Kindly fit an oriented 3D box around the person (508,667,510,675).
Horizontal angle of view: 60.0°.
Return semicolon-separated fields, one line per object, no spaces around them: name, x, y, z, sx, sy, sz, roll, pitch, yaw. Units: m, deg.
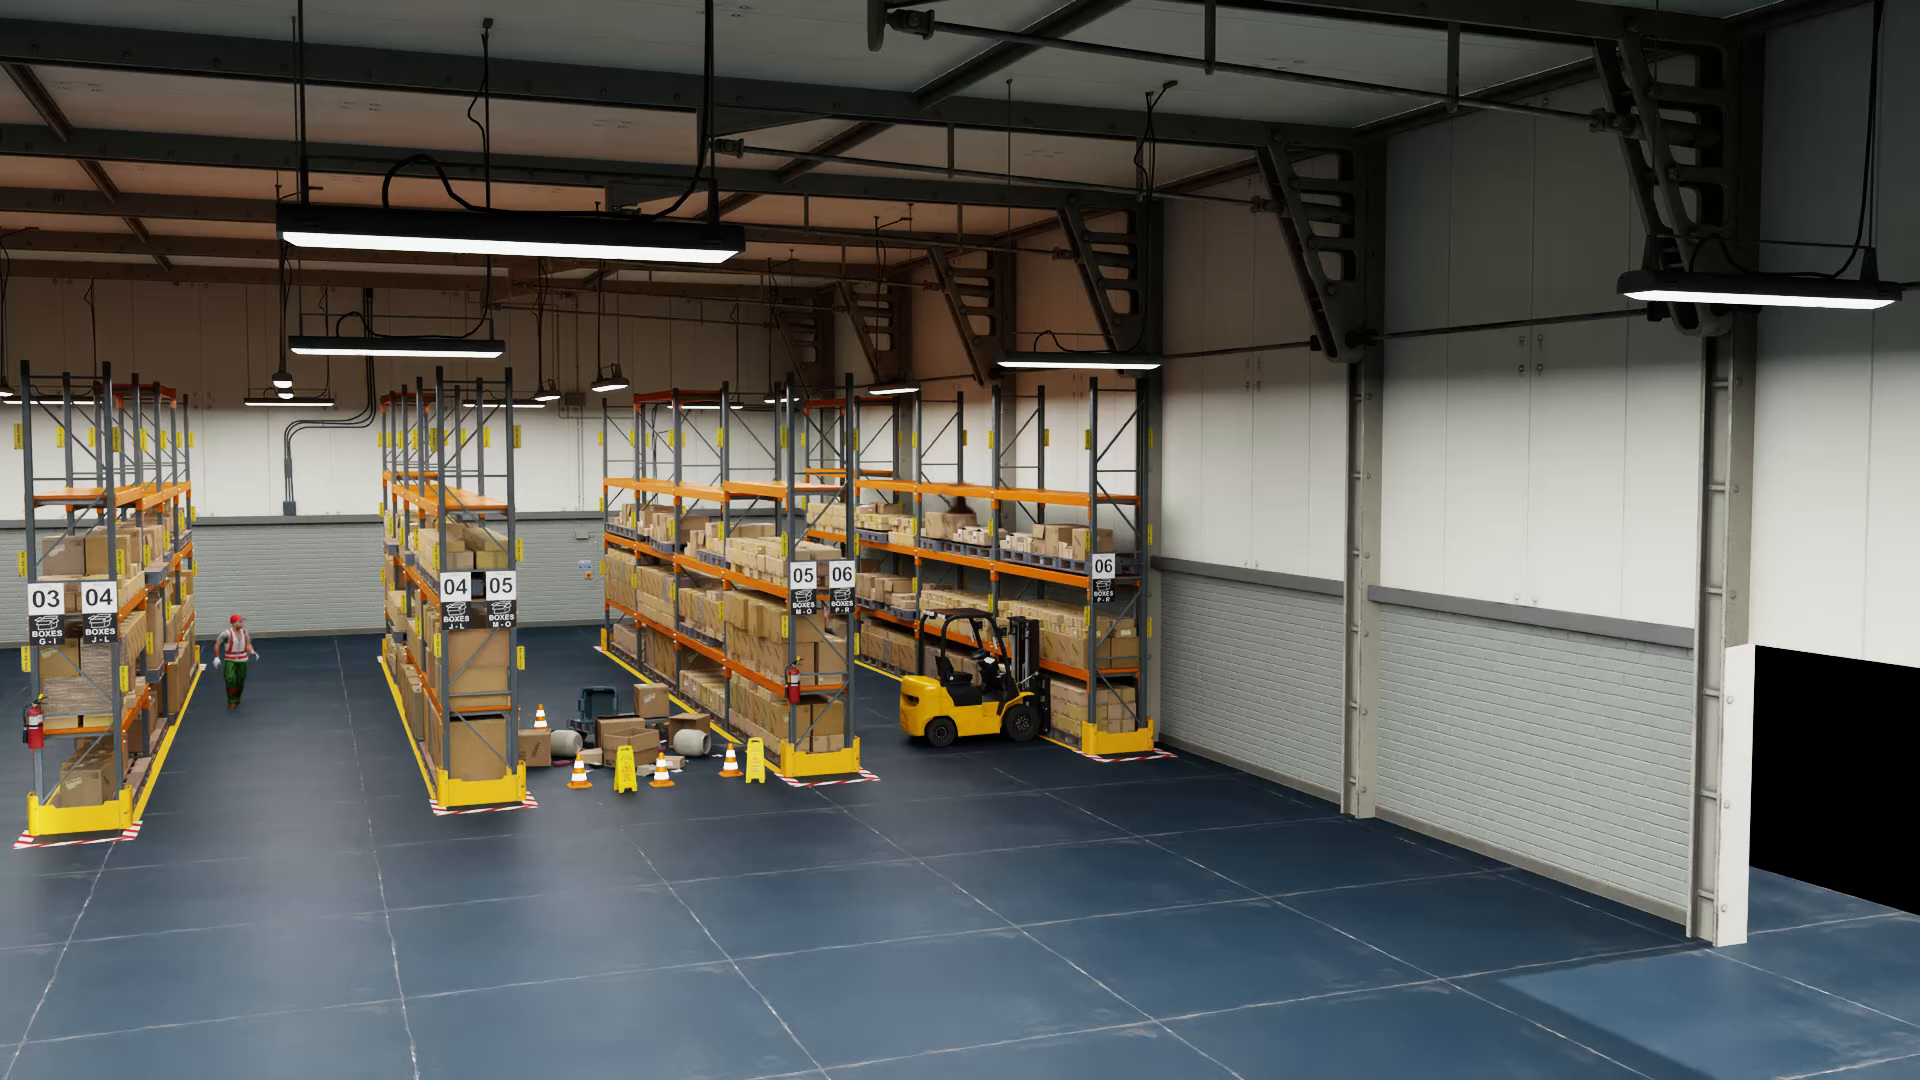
person;-9.775;2.032;35.510;0.504;1.703;0.525;-2;4;-27

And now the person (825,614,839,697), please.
person;-2.449;2.182;29.963;0.494;1.740;0.689;-2;4;-24

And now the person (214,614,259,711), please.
person;-13.551;2.292;31.137;0.775;1.812;0.877;-1;4;-23
